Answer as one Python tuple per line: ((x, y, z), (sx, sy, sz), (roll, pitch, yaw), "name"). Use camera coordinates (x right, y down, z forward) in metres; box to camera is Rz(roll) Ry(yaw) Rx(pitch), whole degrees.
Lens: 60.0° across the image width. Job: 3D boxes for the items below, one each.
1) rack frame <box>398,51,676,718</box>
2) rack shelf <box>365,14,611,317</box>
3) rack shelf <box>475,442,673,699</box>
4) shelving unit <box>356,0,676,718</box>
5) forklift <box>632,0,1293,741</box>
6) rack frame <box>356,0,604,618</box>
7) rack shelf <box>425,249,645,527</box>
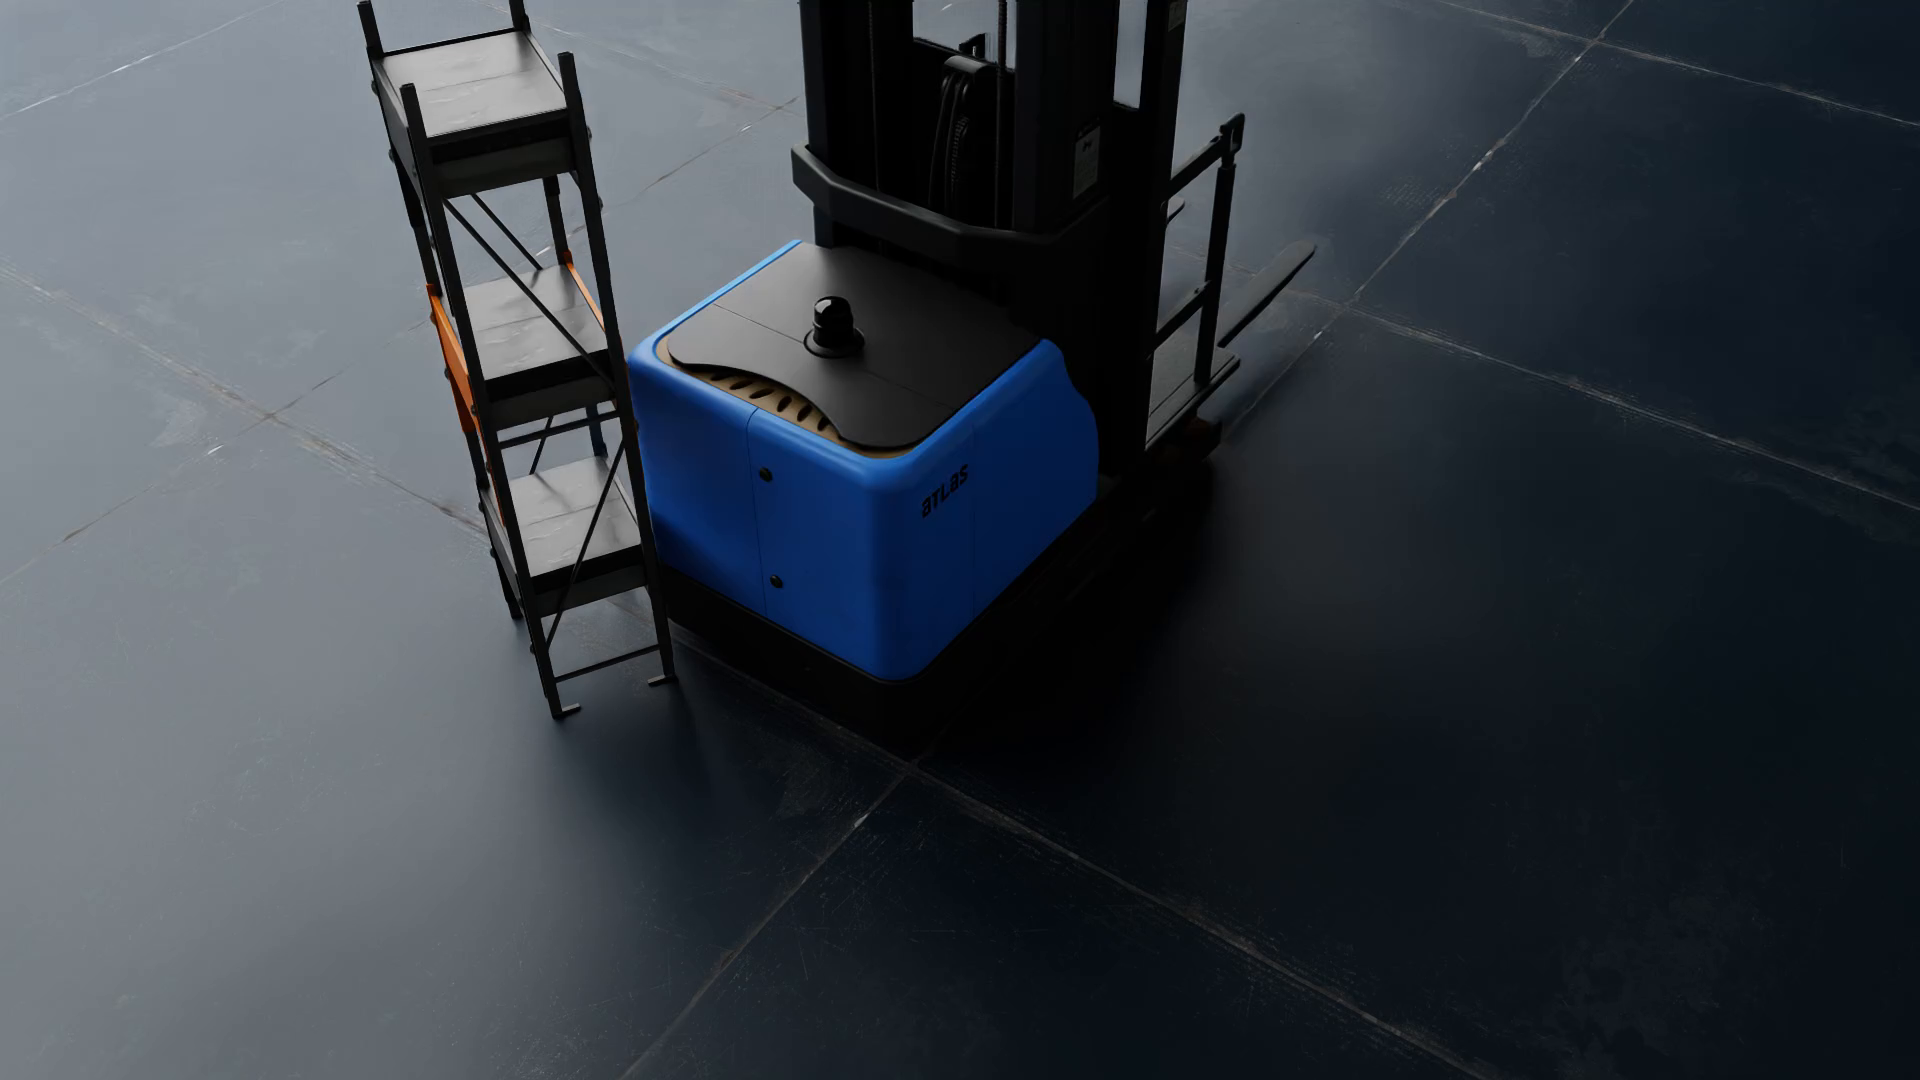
((-1.083, -0.296, 4.506), (0.400, 2.100, 0.015), (-18, 45, -19), "rack frame")
((-1.189, -0.954, 4.212), (0.431, 0.518, 0.480), (-18, 45, -19), "rack shelf")
((-1.190, 0.090, 5.145), (0.431, 0.518, 0.480), (-18, 45, -19), "rack shelf")
((-1.190, -0.442, 4.669), (0.431, 2.100, 0.503), (-18, 45, -19), "shelving unit")
((0.266, -1.449, 5.172), (1.130, 2.935, 3.031), (23, 47, 24), "forklift")
((-1.296, -0.588, 4.833), (0.400, 2.100, 0.015), (-18, 45, -19), "rack frame")
((-1.190, -0.432, 4.679), (0.431, 0.518, 0.480), (-18, 45, -19), "rack shelf")
